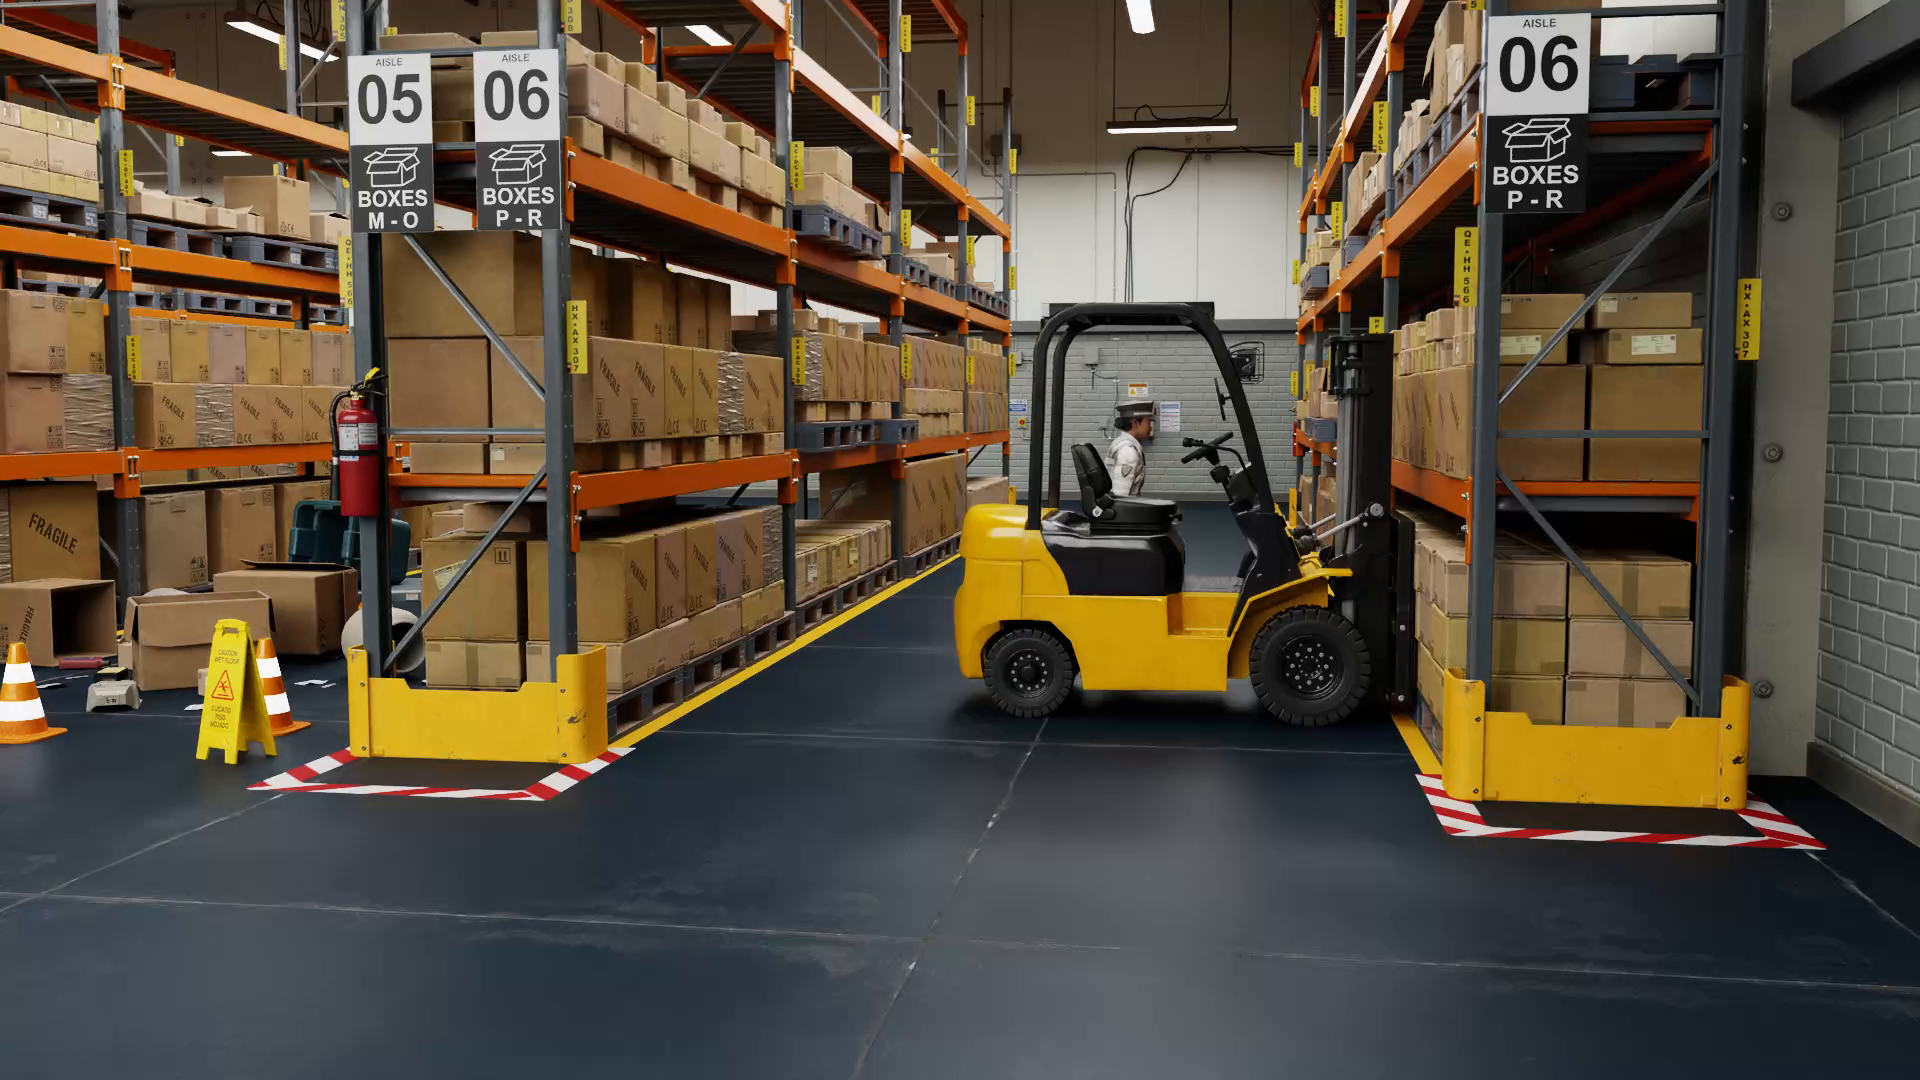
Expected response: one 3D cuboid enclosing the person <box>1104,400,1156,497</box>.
[{"bbox_3d":[1.068,-0.063,10.681,0.373,1.661,0.536,0,5,5],"label":"person"}]
